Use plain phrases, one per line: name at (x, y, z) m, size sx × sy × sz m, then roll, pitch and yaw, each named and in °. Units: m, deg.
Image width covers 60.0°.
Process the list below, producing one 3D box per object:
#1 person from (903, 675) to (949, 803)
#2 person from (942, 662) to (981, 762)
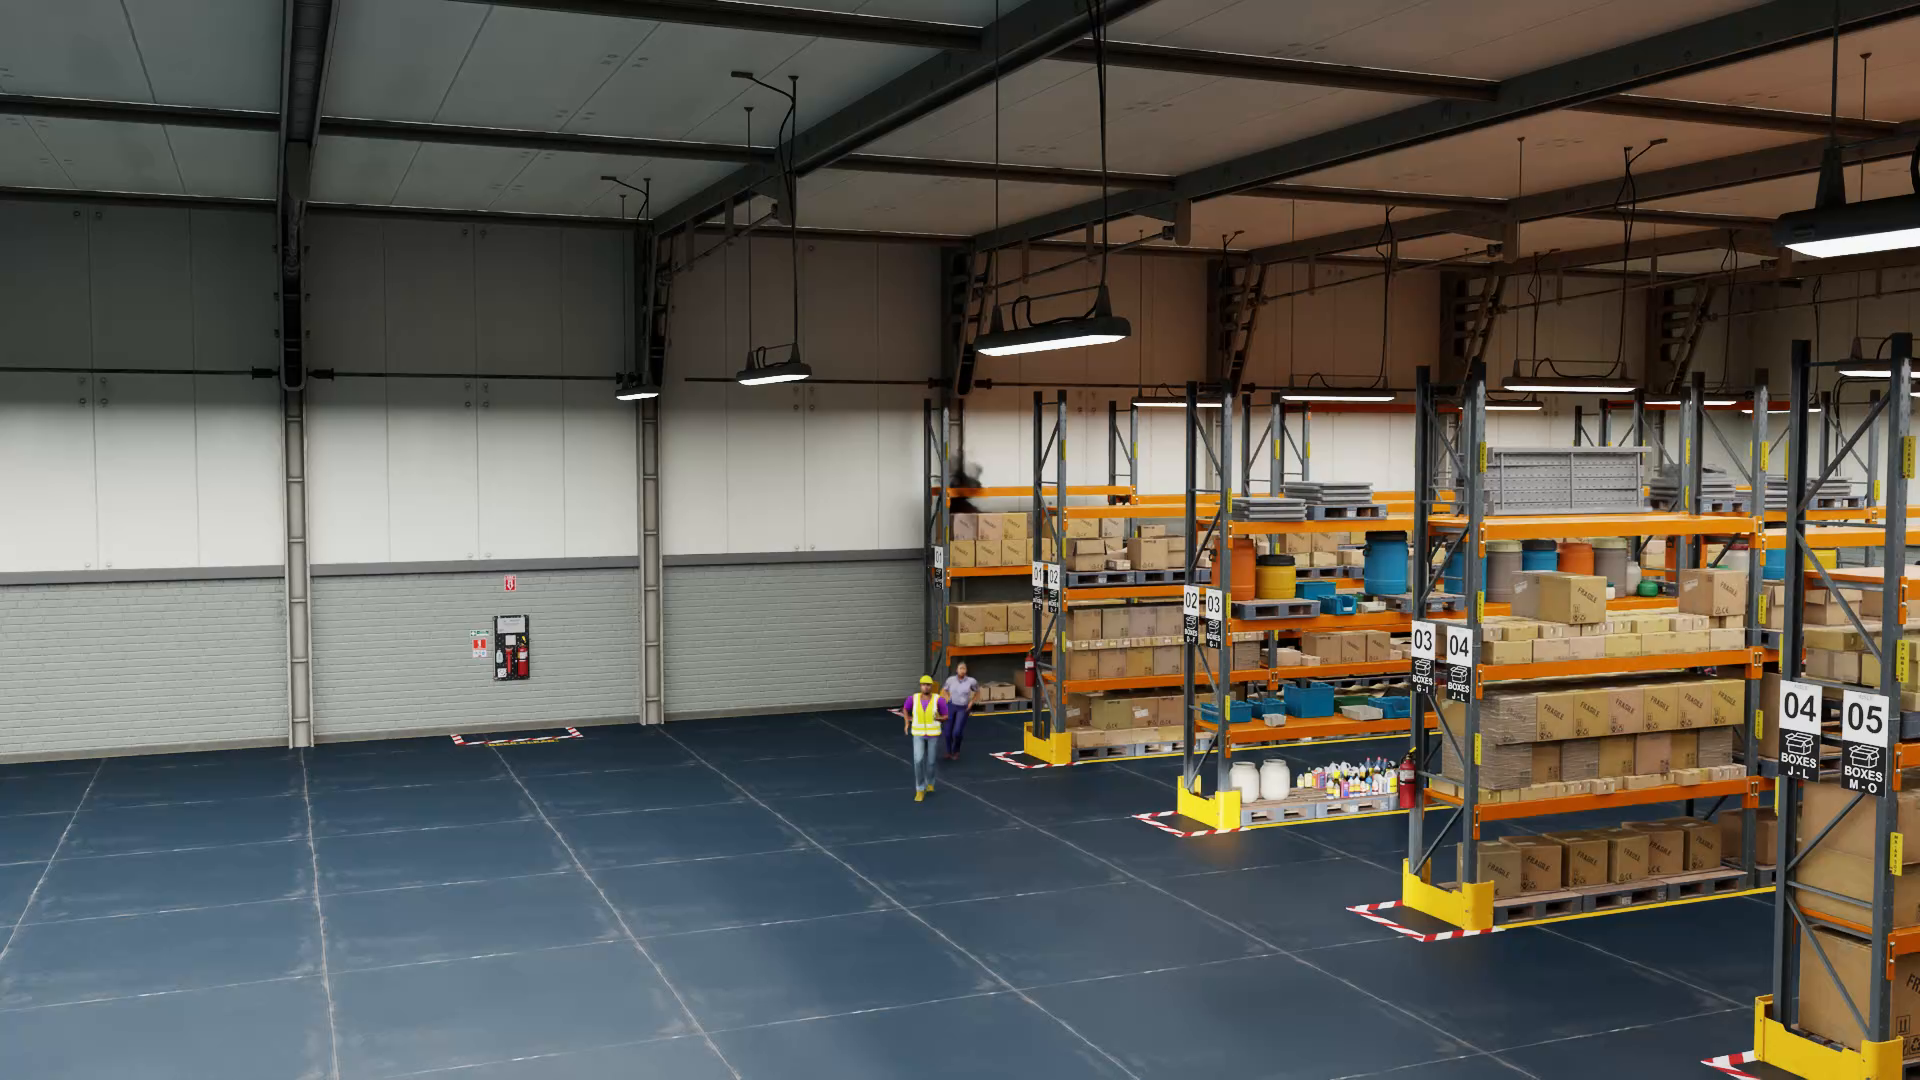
person at (-0.495, 2.868, 24.116) m, size 0.675 × 1.830 × 0.722 m, roll 0°, pitch 3°, yaw -1°
person at (-0.013, 2.788, 26.883) m, size 0.604 × 1.638 × 0.613 m, roll 1°, pitch 3°, yaw 15°
